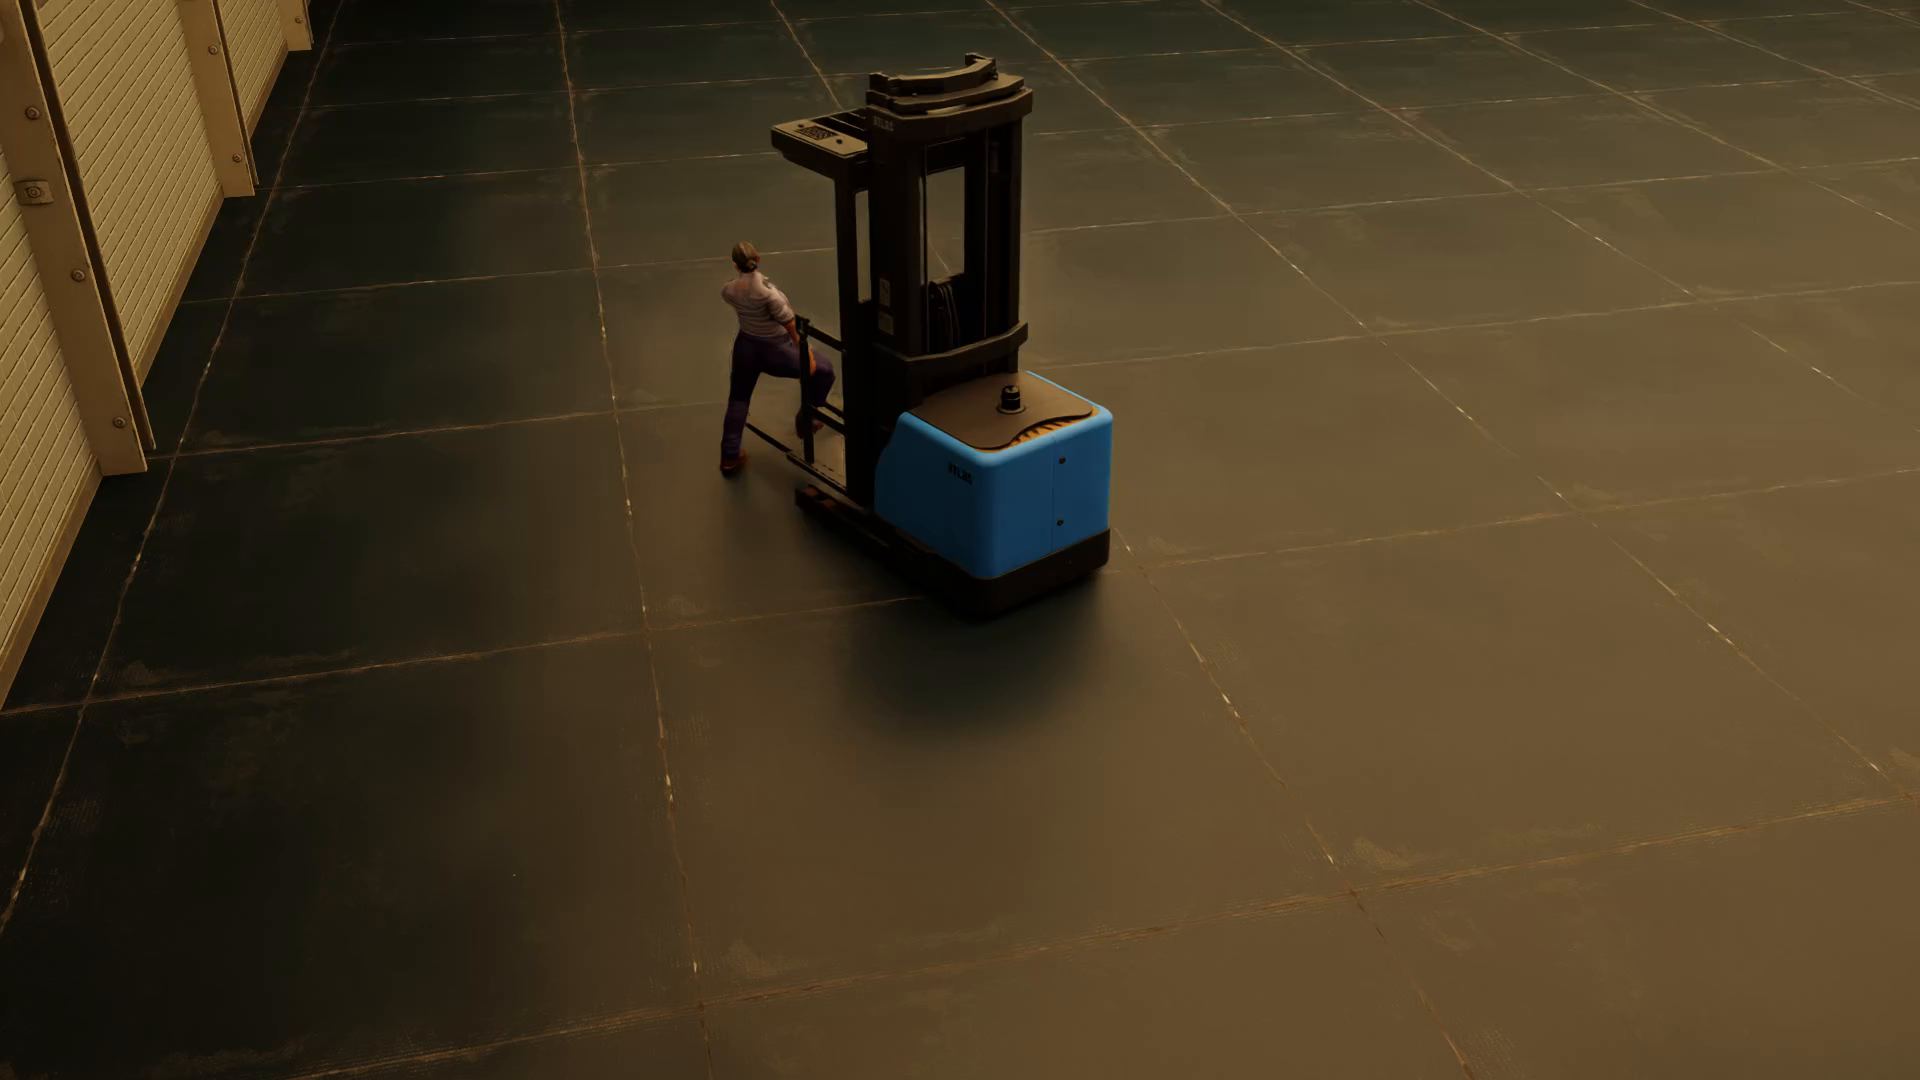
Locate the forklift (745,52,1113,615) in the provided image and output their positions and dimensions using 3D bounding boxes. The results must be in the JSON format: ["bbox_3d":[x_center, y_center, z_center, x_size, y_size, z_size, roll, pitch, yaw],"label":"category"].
[{"bbox_3d":[-0.412,-1.507,10.178,1.130,2.935,3.031,-22,37,-33],"label":"forklift"}]

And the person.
[{"bbox_3d":[-1.244,-1.264,11.126,0.655,1.555,0.793,10,31,16],"label":"person"}]
